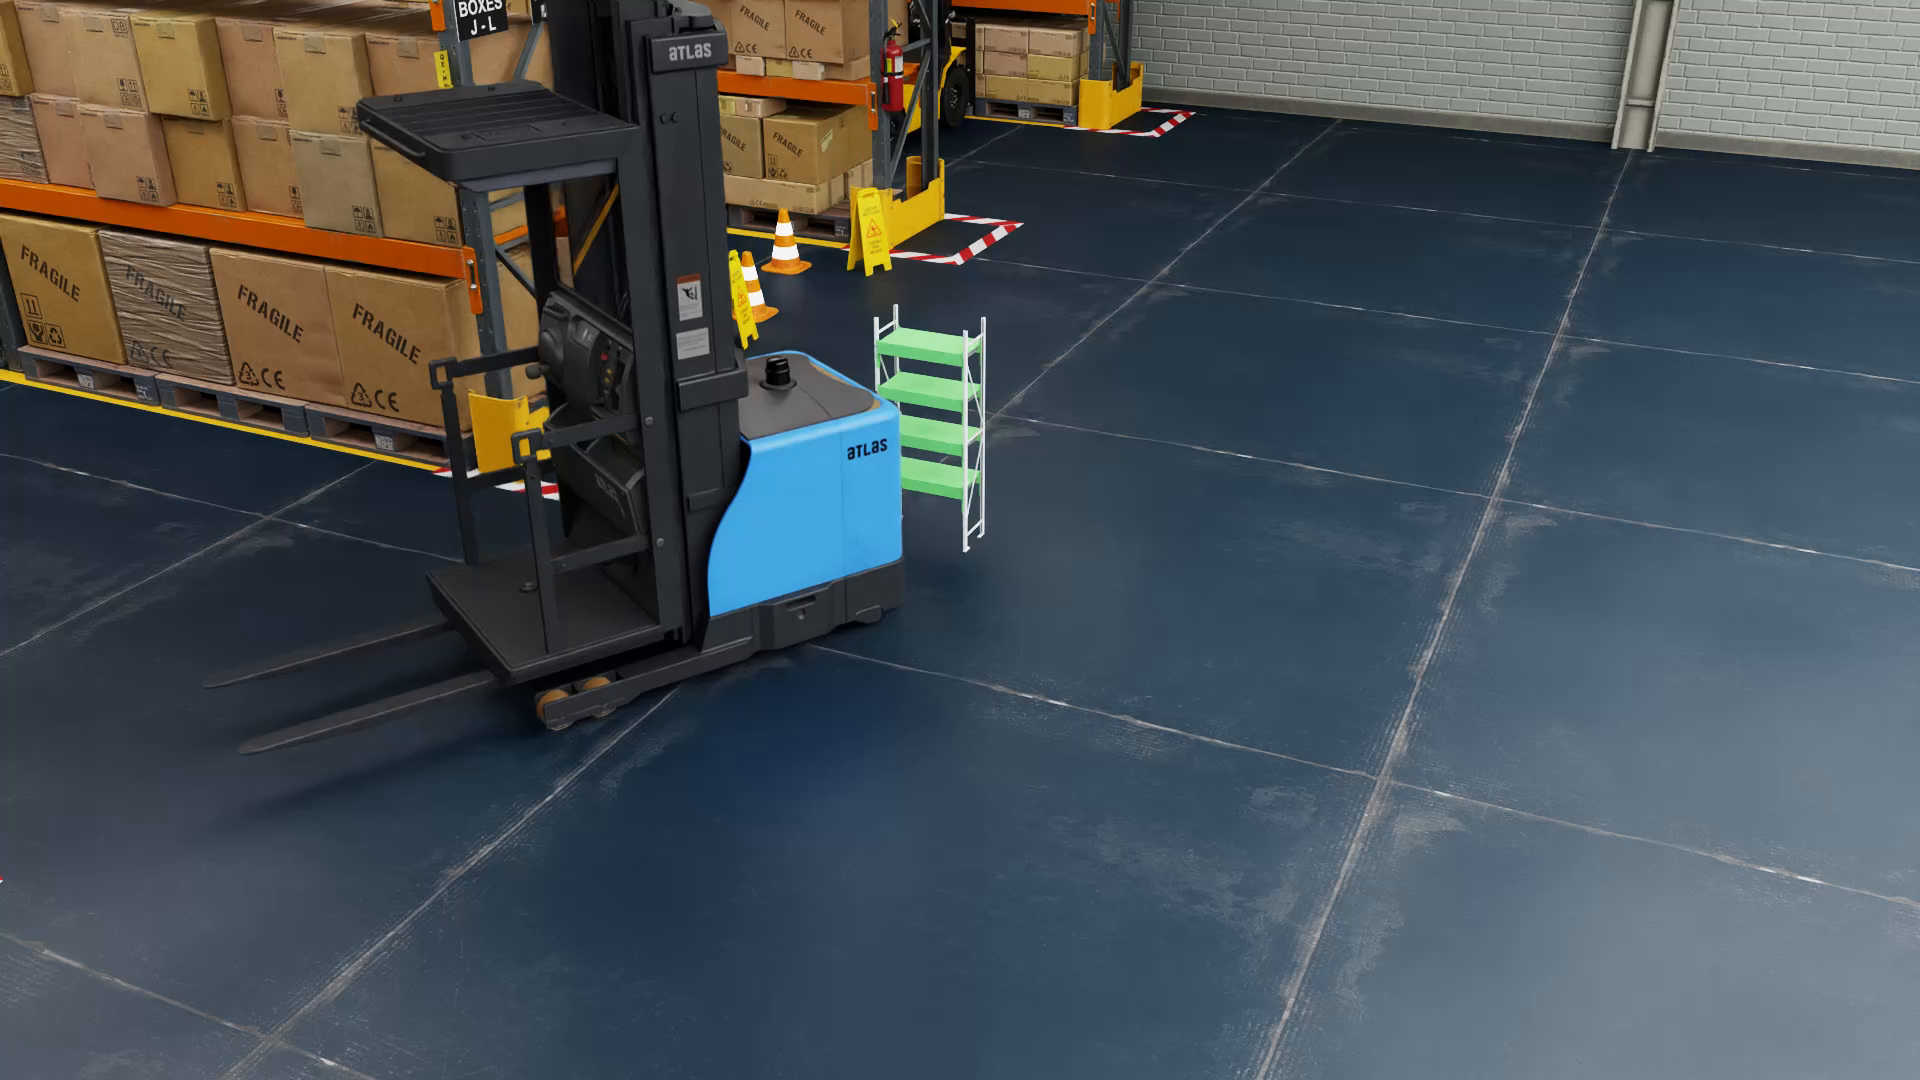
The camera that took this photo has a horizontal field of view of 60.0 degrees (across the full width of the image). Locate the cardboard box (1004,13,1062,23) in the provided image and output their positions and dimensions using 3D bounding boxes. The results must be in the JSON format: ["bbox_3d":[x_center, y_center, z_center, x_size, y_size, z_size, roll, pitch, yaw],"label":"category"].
[{"bbox_3d":[0.793,-5.588,18.210,0.500,0.250,0.500,11,28,22],"label":"cardboard box"}]

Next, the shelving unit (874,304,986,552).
[{"bbox_3d":[-0.151,-0.569,8.546,0.503,1.200,0.258,11,28,22],"label":"shelving unit"}]

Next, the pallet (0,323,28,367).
[{"bbox_3d":[-6.775,-1.517,11.592,1.213,0.211,1.003,11,28,22],"label":"pallet"}]

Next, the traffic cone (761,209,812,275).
[{"bbox_3d":[-1.368,-2.356,13.012,0.334,0.463,0.336,11,28,22],"label":"traffic cone"}]

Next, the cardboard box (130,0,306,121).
[{"bbox_3d":[-4.250,-2.826,9.702,0.500,0.550,0.875,11,28,22],"label":"cardboard box"}]

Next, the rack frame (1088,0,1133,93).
[{"bbox_3d":[1.609,-5.931,17.401,0.127,3.000,1.000,11,28,22],"label":"rack frame"}]

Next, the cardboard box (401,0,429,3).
[{"bbox_3d":[-4.599,-5.025,14.635,0.500,0.500,0.500,11,28,21],"label":"cardboard box"}]

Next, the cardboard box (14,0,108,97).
[{"bbox_3d":[-5.171,-3.074,10.205,0.550,0.550,0.875,11,28,22],"label":"cardboard box"}]

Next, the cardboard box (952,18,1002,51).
[{"bbox_3d":[0.130,-5.473,17.975,0.500,0.250,0.500,12,29,22],"label":"cardboard box"}]

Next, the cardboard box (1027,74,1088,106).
[{"bbox_3d":[1.050,-4.845,17.832,0.500,0.250,0.500,12,28,22],"label":"cardboard box"}]

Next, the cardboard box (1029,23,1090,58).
[{"bbox_3d":[1.060,-5.293,17.611,0.500,0.250,0.500,12,29,24],"label":"cardboard box"}]

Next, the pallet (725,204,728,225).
[{"bbox_3d":[-2.343,-3.084,14.775,1.213,0.211,1.003,11,28,22],"label":"pallet"}]

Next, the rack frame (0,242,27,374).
[{"bbox_3d":[-6.041,-2.657,10.751,0.127,3.000,1.000,11,28,22],"label":"rack frame"}]

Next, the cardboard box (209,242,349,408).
[{"bbox_3d":[-3.846,-1.418,10.165,0.875,0.875,0.875,11,28,21],"label":"cardboard box"}]

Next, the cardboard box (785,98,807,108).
[{"bbox_3d":[-1.562,-3.583,14.419,0.500,0.500,0.500,10,28,20],"label":"cardboard box"}]

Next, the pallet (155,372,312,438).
[{"bbox_3d":[-4.267,-1.013,10.569,1.213,0.211,1.003,11,28,22],"label":"pallet"}]

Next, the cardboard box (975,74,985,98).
[{"bbox_3d":[0.150,-5.035,18.218,0.500,0.250,0.500,12,29,22],"label":"cardboard box"}]

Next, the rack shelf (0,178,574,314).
[{"bbox_3d":[-4.220,-1.969,10.167,4.000,0.370,1.077,11,28,22],"label":"rack shelf"}]

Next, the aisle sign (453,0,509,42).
[{"bbox_3d":[-2.459,-2.959,8.420,0.004,0.787,0.394,11,28,22],"label":"aisle sign"}]

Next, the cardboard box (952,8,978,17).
[{"bbox_3d":[-0.121,-5.781,18.601,0.500,0.250,0.500,11,28,21],"label":"cardboard box"}]

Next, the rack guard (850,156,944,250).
[{"bbox_3d":[-0.512,-2.827,13.926,0.348,0.500,1.175,11,28,22],"label":"rack guard"}]

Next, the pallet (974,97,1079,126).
[{"bbox_3d":[0.895,-4.803,18.267,1.213,0.211,1.003,11,28,22],"label":"pallet"}]

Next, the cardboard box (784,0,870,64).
[{"bbox_3d":[-1.051,-4.101,13.235,0.500,0.500,0.500,11,28,21],"label":"cardboard box"}]

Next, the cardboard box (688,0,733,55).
[{"bbox_3d":[-1.959,-4.288,13.613,0.500,0.500,0.500,11,28,22],"label":"cardboard box"}]

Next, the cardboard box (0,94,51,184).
[{"bbox_3d":[-5.700,-2.662,10.591,0.550,0.550,0.875,11,28,22],"label":"cardboard box"}]

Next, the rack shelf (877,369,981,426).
[{"bbox_3d":[-0.151,-0.727,8.469,0.480,0.148,0.258,11,28,22],"label":"rack shelf"}]

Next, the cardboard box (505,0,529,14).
[{"bbox_3d":[-3.799,-4.652,14.353,0.500,0.500,0.500,11,28,22],"label":"cardboard box"}]

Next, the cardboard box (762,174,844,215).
[{"bbox_3d":[-1.312,-2.933,13.950,0.500,0.250,0.500,11,28,22],"label":"cardboard box"}]

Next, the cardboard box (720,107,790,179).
[{"bbox_3d":[-1.756,-3.362,13.970,0.500,0.500,0.500,12,29,24],"label":"cardboard box"}]

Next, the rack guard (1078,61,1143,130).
[{"bbox_3d":[1.630,-4.805,17.944,0.348,0.500,1.175,11,28,22],"label":"rack guard"}]

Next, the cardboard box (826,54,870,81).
[{"bbox_3d":[-0.872,-3.804,13.366,0.250,0.149,0.380,12,29,24],"label":"cardboard box"}]

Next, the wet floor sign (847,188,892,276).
[{"bbox_3d":[-0.713,-2.413,12.921,0.232,0.644,0.267,23,35,39],"label":"wet floor sign"}]

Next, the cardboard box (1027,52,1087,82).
[{"bbox_3d":[1.036,-5.074,17.731,0.500,0.250,0.500,11,28,21],"label":"cardboard box"}]

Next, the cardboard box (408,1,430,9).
[{"bbox_3d":[-4.667,-4.725,14.760,0.250,0.149,0.380,12,29,23],"label":"cardboard box"}]

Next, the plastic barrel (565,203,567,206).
[{"bbox_3d":[-2.950,-2.548,13.446,0.512,0.421,0.421,-12,29,-23],"label":"plastic barrel"}]

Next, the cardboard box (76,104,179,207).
[{"bbox_3d":[-4.747,-2.424,10.108,0.550,0.550,0.875,11,28,22],"label":"cardboard box"}]

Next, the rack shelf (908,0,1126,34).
[{"bbox_3d":[-0.212,-5.974,18.303,4.000,0.370,1.077,11,28,22],"label":"rack shelf"}]

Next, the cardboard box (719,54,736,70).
[{"bbox_3d":[-1.795,-4.000,13.763,0.250,0.149,0.380,12,29,23],"label":"cardboard box"}]

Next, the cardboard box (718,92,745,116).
[{"bbox_3d":[-1.869,-3.646,13.814,0.250,0.149,0.380,12,29,23],"label":"cardboard box"}]

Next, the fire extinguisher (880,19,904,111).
[{"bbox_3d":[-0.529,-3.694,12.944,0.183,0.674,0.296,11,28,22],"label":"fire extinguisher"}]

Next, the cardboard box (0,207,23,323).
[{"bbox_3d":[-6.643,-1.914,11.312,0.750,0.750,1.050,11,28,22],"label":"cardboard box"}]

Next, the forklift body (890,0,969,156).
[{"bbox_3d":[-0.873,-5.164,16.803,1.214,2.155,2.313,11,28,22],"label":"forklift body"}]

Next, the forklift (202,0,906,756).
[{"bbox_3d":[-1.766,-0.769,6.994,3.031,2.935,1.130,-17,31,-30],"label":"forklift"}]

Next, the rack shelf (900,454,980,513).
[{"bbox_3d":[-0.151,-0.296,8.681,0.480,0.148,0.258,11,28,22],"label":"rack shelf"}]

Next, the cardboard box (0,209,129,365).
[{"bbox_3d":[-5.497,-1.749,10.837,0.875,0.875,0.875,12,29,23],"label":"cardboard box"}]

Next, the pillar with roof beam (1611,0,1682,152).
[{"bbox_3d":[5.028,-6.284,11.327,0.400,9.000,9.100,11,28,22],"label":"pillar with roof beam"}]

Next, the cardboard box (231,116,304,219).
[{"bbox_3d":[-3.724,-2.287,9.830,0.550,0.550,0.875,11,28,22],"label":"cardboard box"}]

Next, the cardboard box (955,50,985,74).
[{"bbox_3d":[0.105,-5.256,18.100,0.500,0.250,0.500,11,28,21],"label":"cardboard box"}]

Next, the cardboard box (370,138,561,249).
[{"bbox_3d":[-2.756,-2.043,9.333,0.550,0.550,0.875,11,28,22],"label":"cardboard box"}]

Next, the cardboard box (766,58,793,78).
[{"bbox_3d":[-1.373,-3.862,13.482,0.250,0.149,0.380,11,28,21],"label":"cardboard box"}]

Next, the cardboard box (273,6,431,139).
[{"bbox_3d":[-3.260,-2.625,9.292,0.550,0.550,0.875,11,28,22],"label":"cardboard box"}]

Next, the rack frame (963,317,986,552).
[{"bbox_3d":[0.071,-0.524,8.456,0.015,1.200,0.240,11,28,22],"label":"rack frame"}]
